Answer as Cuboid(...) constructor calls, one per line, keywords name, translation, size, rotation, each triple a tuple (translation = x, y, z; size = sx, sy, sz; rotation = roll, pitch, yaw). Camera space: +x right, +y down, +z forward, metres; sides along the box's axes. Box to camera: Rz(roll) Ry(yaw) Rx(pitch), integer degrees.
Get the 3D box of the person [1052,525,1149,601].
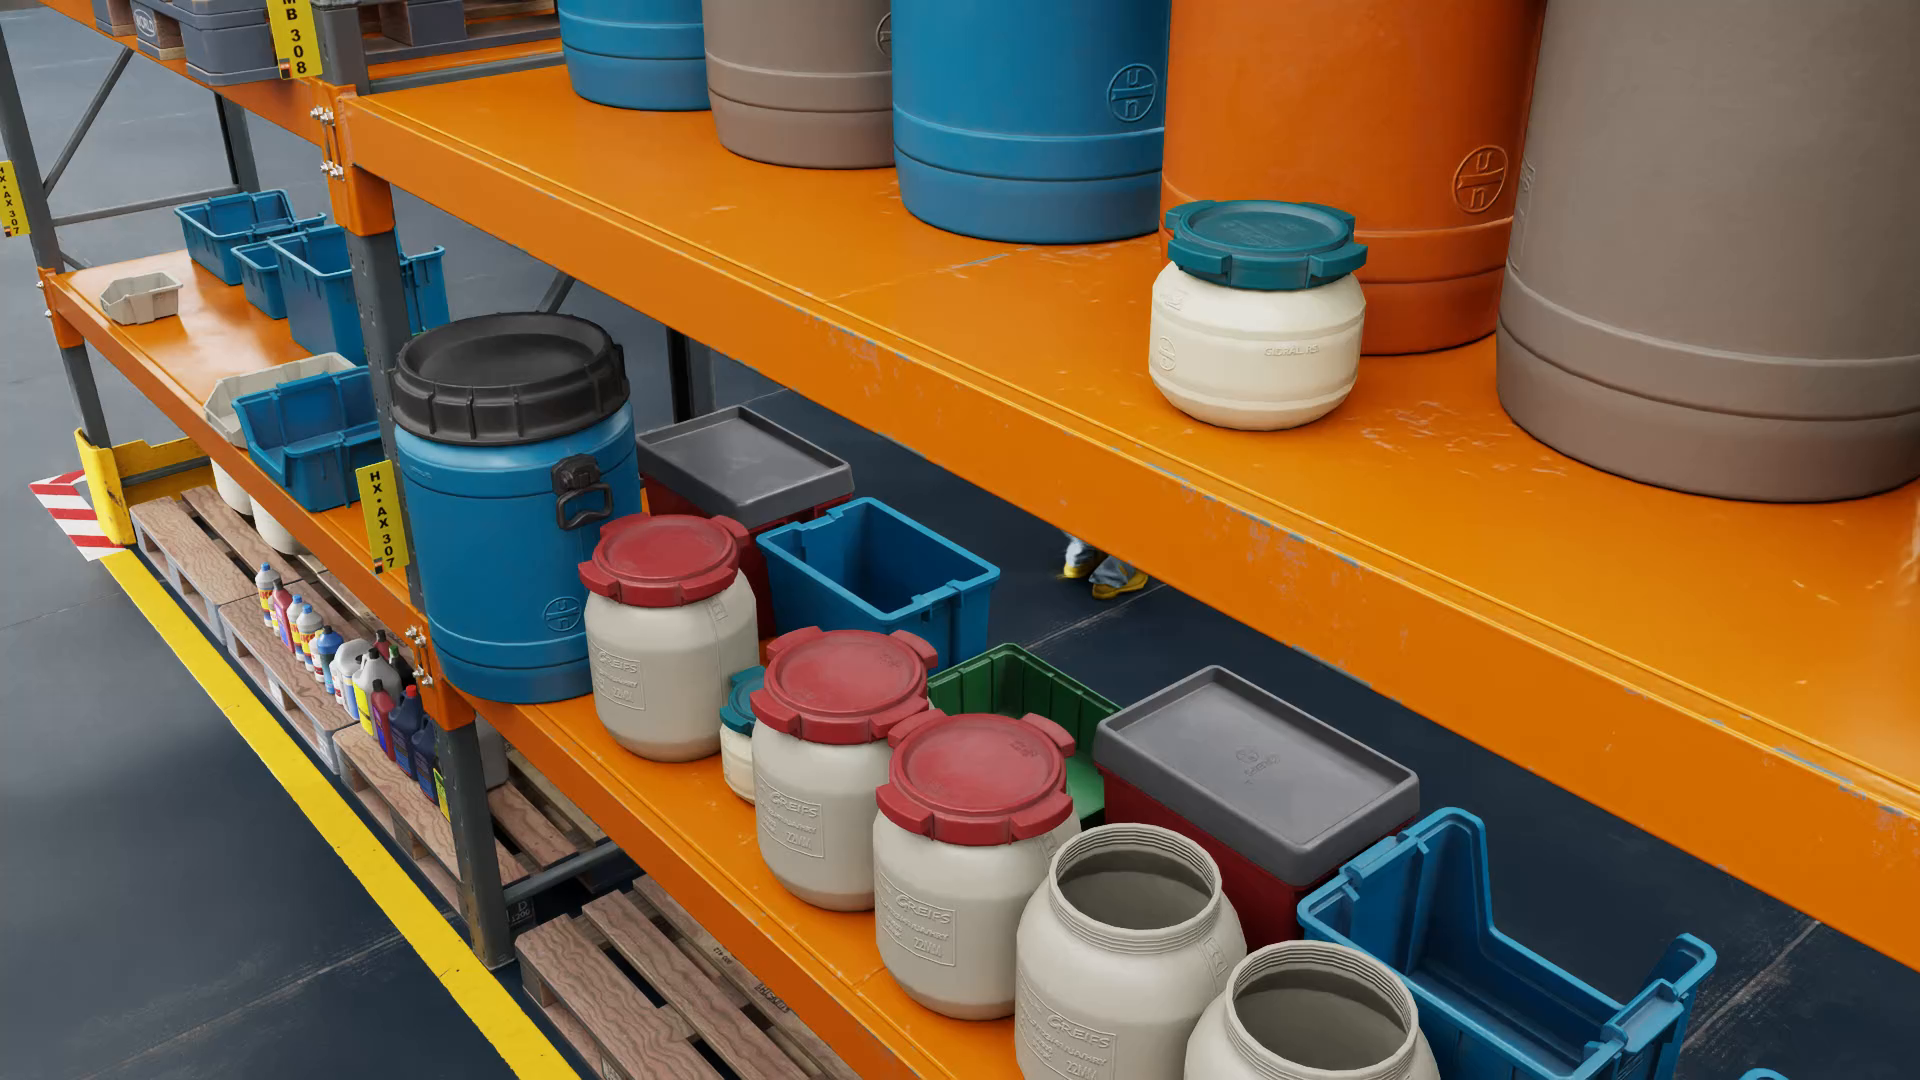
Cuboid(name="person", translation=(0.725, -0.306, 7.495), size=(0.865, 1.002, 0.587), rotation=(-22, 35, -35))
